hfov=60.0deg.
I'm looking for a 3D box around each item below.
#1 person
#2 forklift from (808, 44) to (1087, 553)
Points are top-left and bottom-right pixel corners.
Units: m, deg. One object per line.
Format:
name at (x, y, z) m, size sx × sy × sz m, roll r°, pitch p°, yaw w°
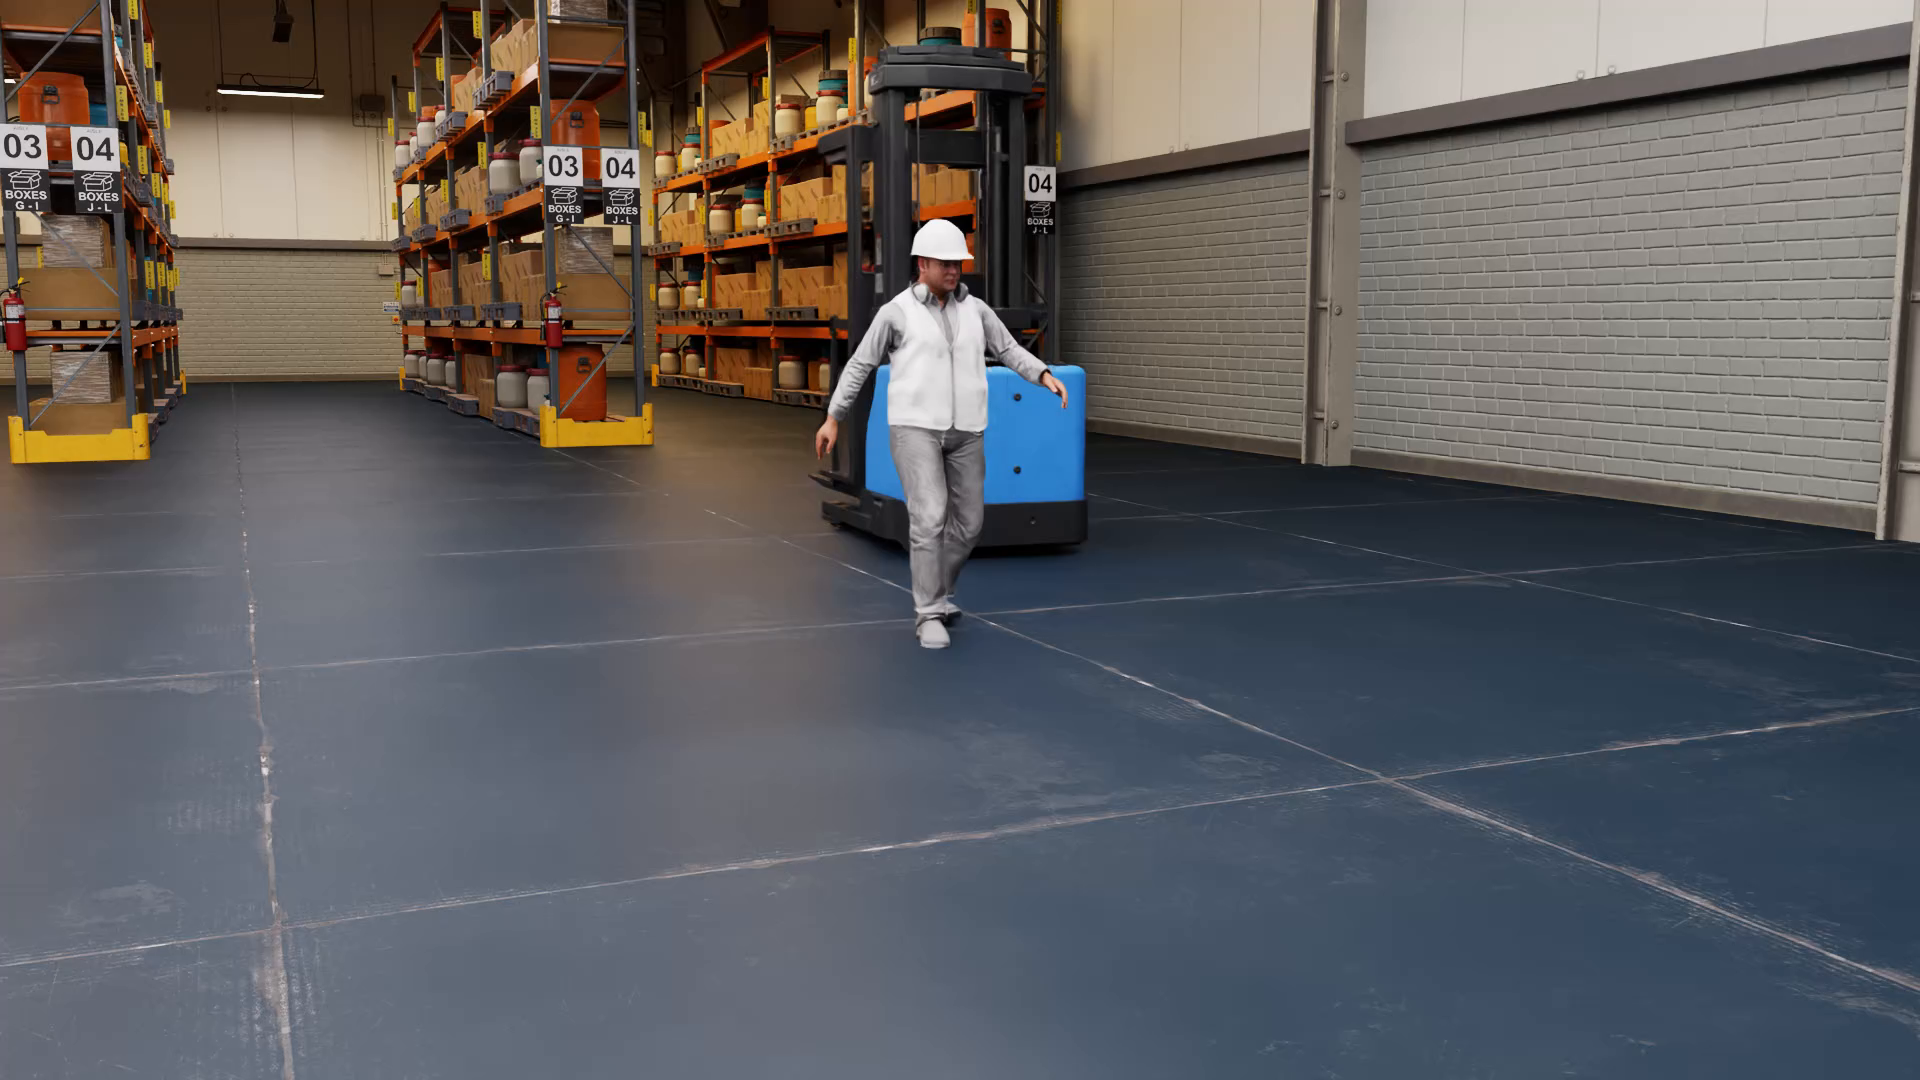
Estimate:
person at (-0.104, -0.461, 7.011) m, size 0.934 × 1.753 × 0.751 m, roll -3°, pitch 8°, yaw -25°
forklift at (-0.256, -1.535, 10.585) m, size 1.130 × 2.935 × 3.031 m, roll -3°, pitch 8°, yaw -20°
